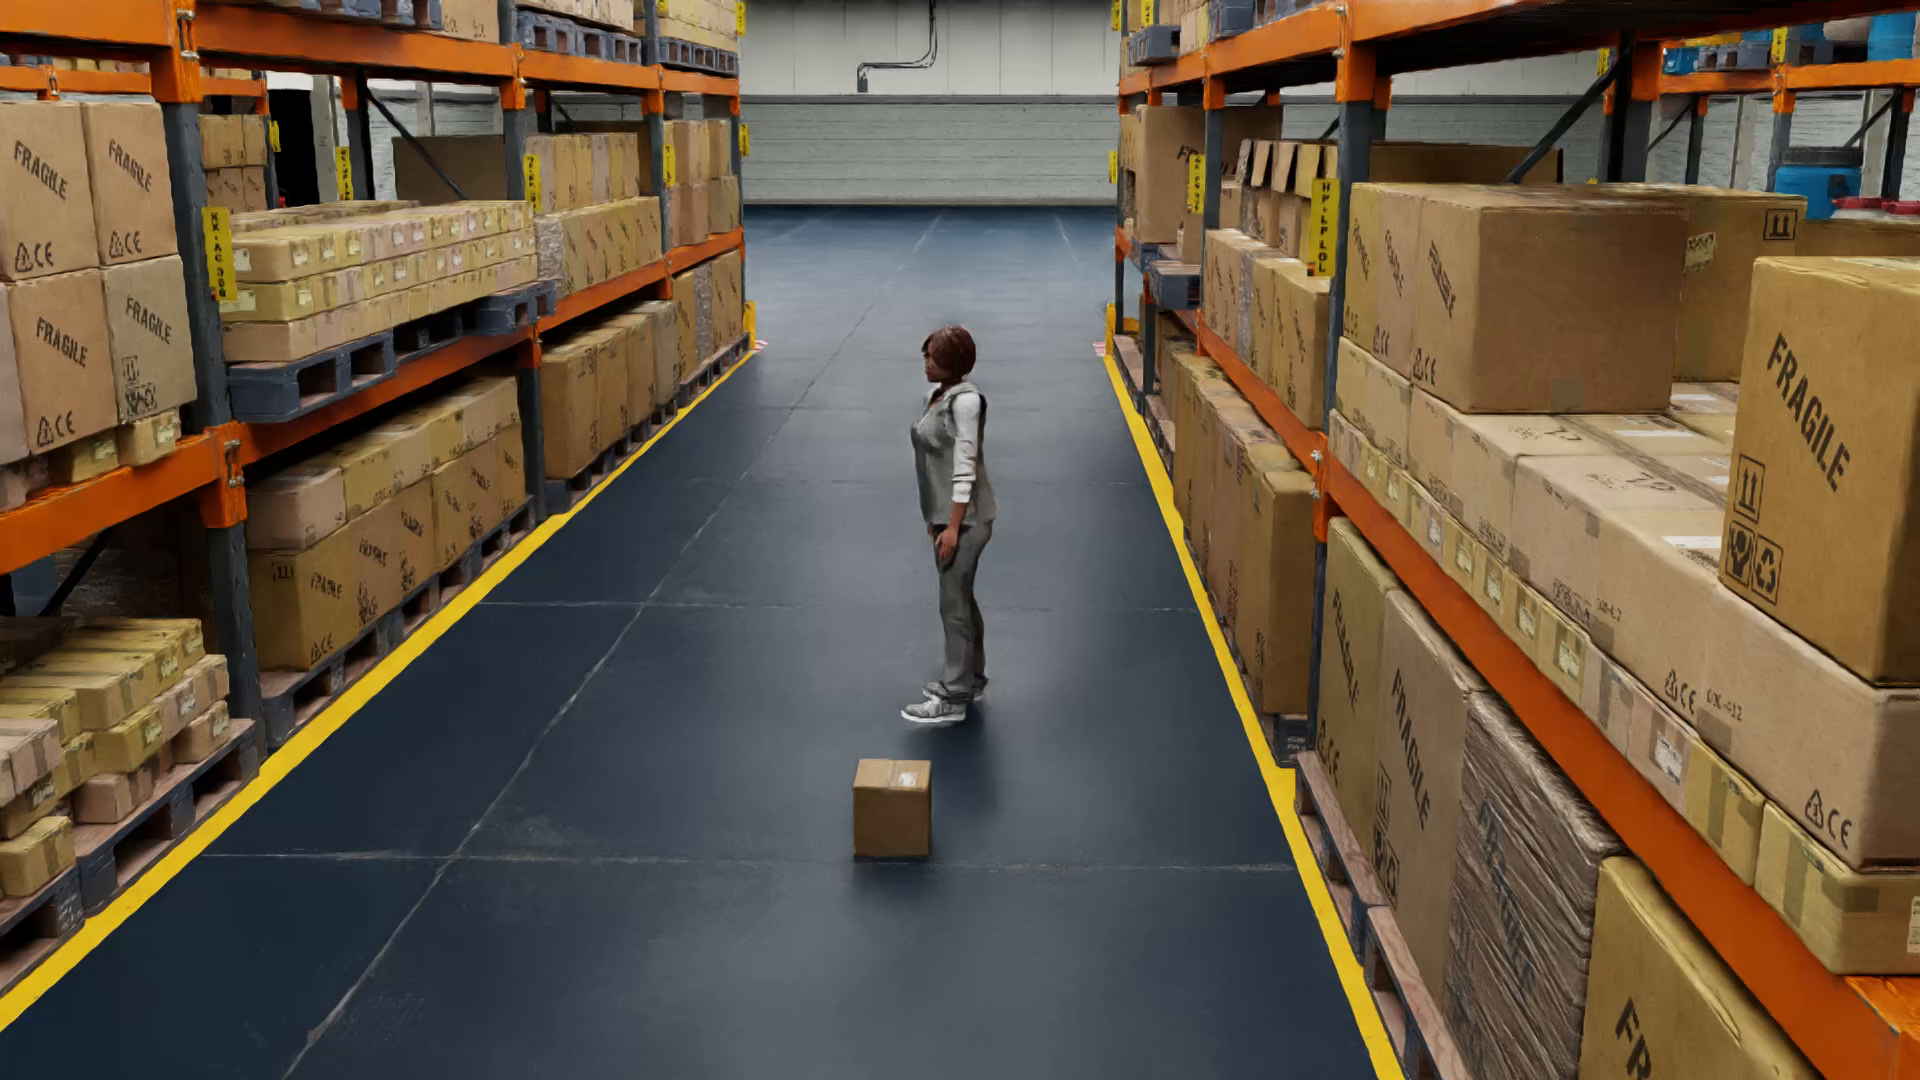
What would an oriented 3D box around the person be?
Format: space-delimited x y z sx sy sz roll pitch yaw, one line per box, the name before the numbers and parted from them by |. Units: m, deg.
person | -0.069 -0.057 6.671 0.414 1.589 0.486 -4 15 -15
